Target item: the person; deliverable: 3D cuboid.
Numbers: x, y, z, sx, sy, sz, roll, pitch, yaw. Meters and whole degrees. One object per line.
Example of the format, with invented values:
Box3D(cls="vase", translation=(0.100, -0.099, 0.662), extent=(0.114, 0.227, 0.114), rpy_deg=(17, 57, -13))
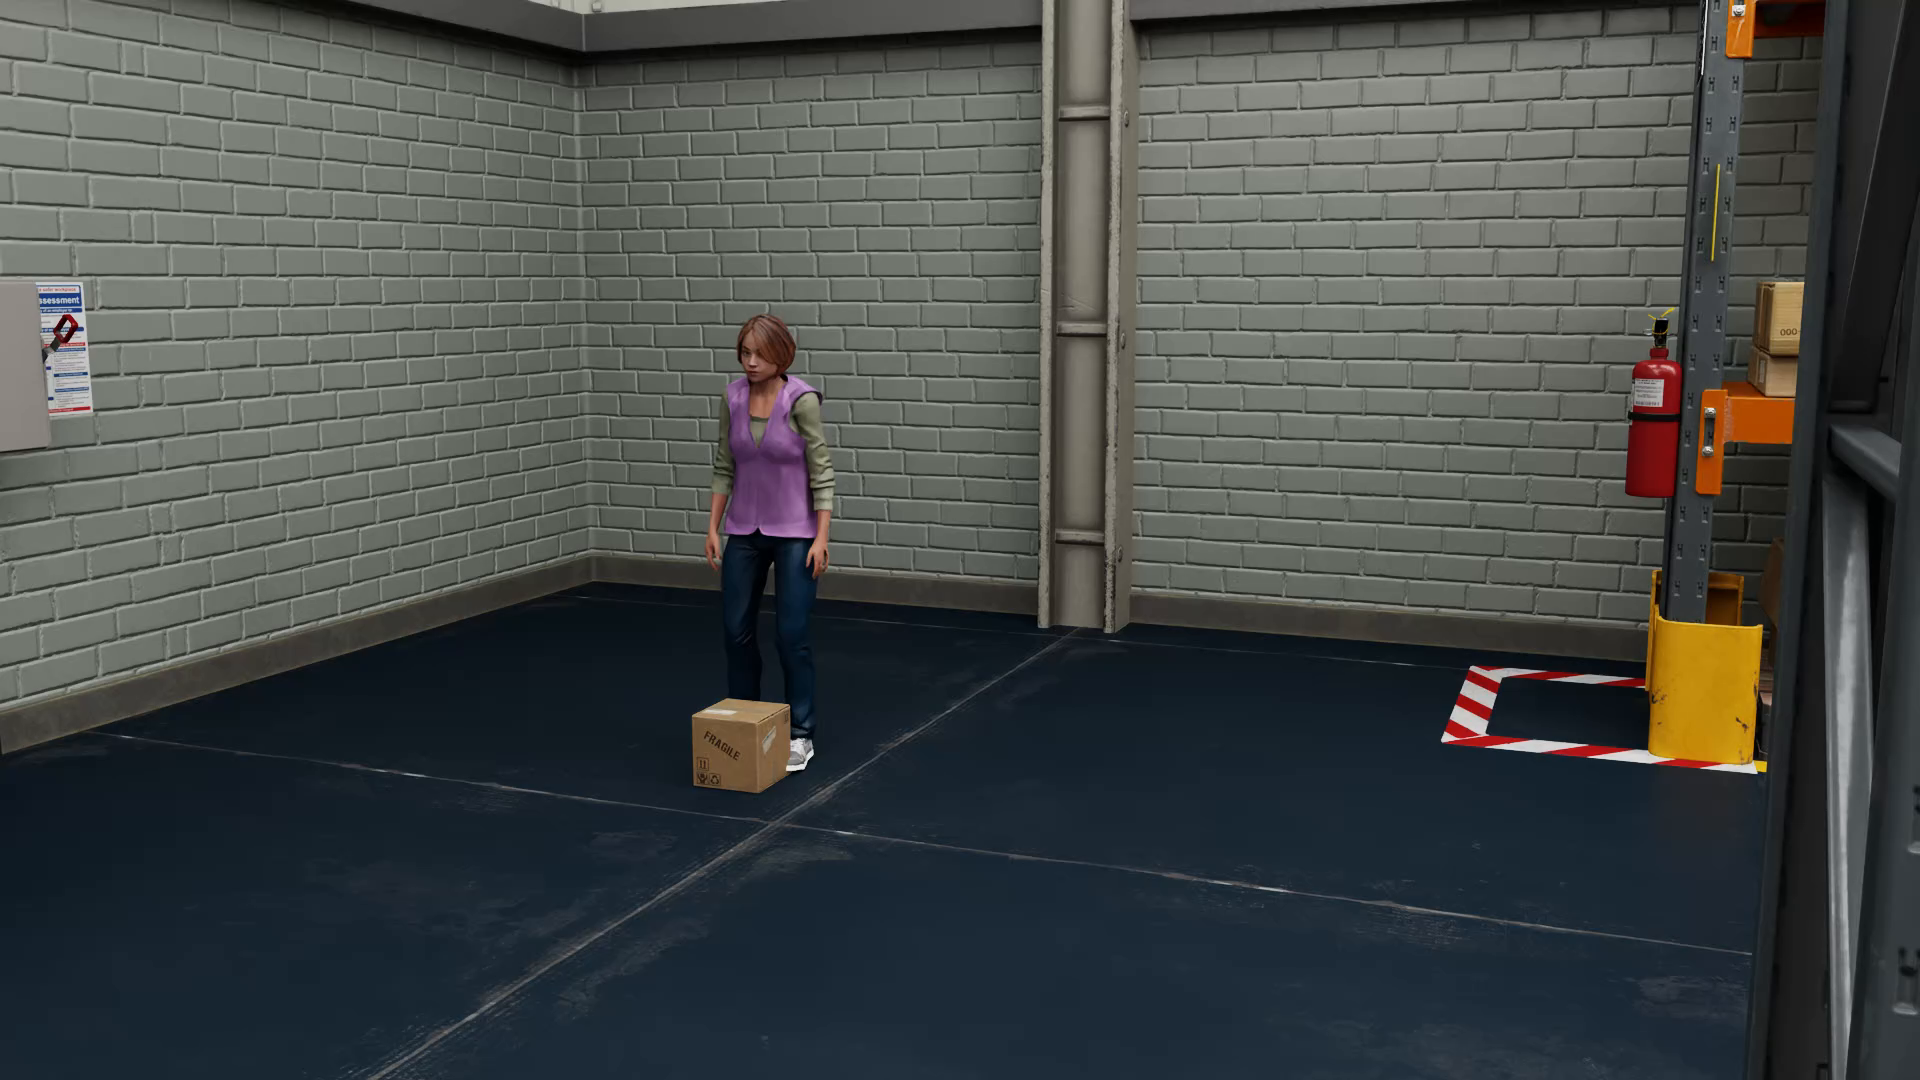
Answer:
Box3D(cls="person", translation=(-0.668, 0.007, 5.845), extent=(0.481, 1.594, 0.343), rpy_deg=(3, 9, 19))
